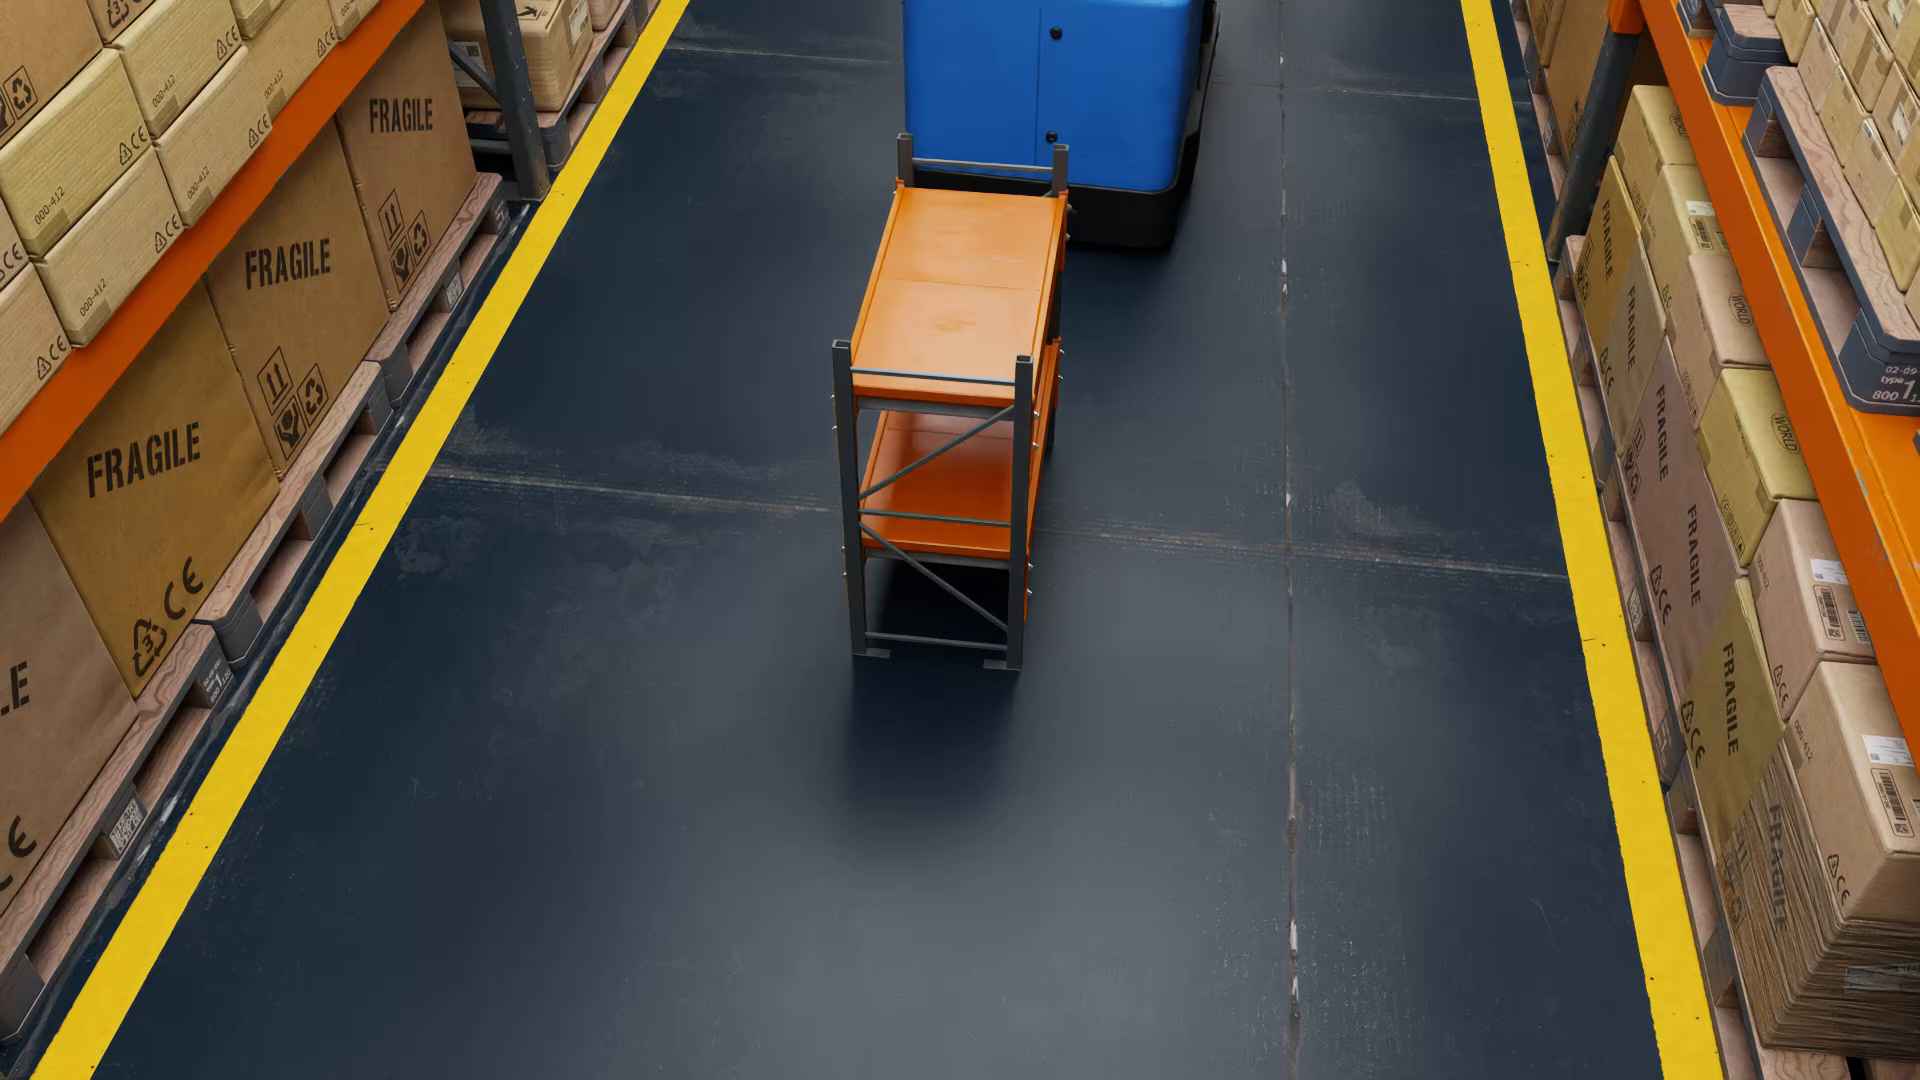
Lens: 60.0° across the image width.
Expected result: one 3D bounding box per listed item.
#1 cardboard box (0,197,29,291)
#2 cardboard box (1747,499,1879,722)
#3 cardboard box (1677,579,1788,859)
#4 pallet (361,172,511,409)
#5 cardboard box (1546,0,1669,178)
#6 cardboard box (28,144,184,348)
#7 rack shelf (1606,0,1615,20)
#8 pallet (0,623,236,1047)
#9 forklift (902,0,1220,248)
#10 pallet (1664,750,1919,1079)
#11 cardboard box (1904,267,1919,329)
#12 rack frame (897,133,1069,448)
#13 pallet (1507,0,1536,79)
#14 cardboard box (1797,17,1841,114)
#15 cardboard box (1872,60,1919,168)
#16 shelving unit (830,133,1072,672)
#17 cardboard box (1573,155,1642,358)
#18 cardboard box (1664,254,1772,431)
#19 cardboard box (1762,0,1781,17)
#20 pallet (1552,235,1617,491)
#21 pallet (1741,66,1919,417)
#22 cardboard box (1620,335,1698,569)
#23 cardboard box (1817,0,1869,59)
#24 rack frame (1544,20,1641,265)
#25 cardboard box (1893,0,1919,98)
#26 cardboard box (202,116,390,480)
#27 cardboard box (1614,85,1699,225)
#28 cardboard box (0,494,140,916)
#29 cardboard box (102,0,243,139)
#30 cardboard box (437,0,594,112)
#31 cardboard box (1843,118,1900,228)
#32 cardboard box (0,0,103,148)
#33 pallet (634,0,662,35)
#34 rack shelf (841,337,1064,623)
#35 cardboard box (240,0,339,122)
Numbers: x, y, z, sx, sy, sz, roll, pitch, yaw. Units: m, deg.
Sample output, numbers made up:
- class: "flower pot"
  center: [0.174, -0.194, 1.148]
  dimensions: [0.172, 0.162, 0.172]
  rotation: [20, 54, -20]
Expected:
- class: "cardboard box"
  center: [-2.315, -0.556, 3.401]
  dimensions: [0.500, 0.250, 0.500]
  rotation: [6, 44, 6]
- class: "cardboard box"
  center: [2.156, 0.187, 3.838]
  dimensions: [0.500, 0.250, 0.500]
  rotation: [7, 44, 7]
- class: "cardboard box"
  center: [2.143, 0.462, 4.093]
  dimensions: [0.500, 0.500, 0.500]
  rotation: [4, 44, 5]
- class: "pallet"
  center: [-2.343, -0.980, 6.132]
  dimensions: [1.003, 0.211, 1.213]
  rotation: [5, 44, 6]
- class: "cardboard box"
  center: [2.925, -1.885, 6.390]
  dimensions: [1.050, 0.750, 0.750]
  rotation: [5, 44, 5]
- class: "cardboard box"
  center: [-2.223, -0.719, 3.937]
  dimensions: [0.500, 0.250, 0.500]
  rotation: [5, 44, 5]
- class: "rack shelf"
  center: [3.020, -3.244, 7.018]
  dimensions: [1.077, 0.370, 4.000]
  rotation: [5, 44, 6]
- class: "pallet"
  center: [-2.666, 0.683, 4.376]
  dimensions: [1.003, 0.211, 1.213]
  rotation: [5, 44, 6]
- class: "forklift"
  center: [0.574, -3.198, 6.495]
  dimensions: [1.130, 2.935, 3.031]
  rotation: [8, 44, 8]
- class: "pallet"
  center: [2.328, 1.066, 3.971]
  dimensions: [1.003, 0.211, 1.213]
  rotation: [5, 44, 6]
- class: "cardboard box"
  center: [2.216, -0.474, 3.446]
  dimensions: [0.380, 0.149, 0.250]
  rotation: [4, 44, 4]
- class: "rack frame"
  center: [0.066, -0.750, 5.224]
  dimensions: [0.500, 1.125, 0.032]
  rotation: [5, 44, 6]
- class: "pallet"
  center: [3.098, -2.489, 7.725]
  dimensions: [1.003, 0.211, 1.213]
  rotation: [5, 44, 6]
- class: "cardboard box"
  center: [2.358, -1.184, 4.197]
  dimensions: [0.380, 0.149, 0.250]
  rotation: [7, 44, 7]
- class: "cardboard box"
  center: [2.292, -0.938, 3.720]
  dimensions: [0.380, 0.149, 0.250]
  rotation: [7, 44, 7]
- class: "shelving unit"
  center: [-0.001, -0.404, 4.858]
  dimensions: [0.538, 1.125, 1.048]
  rotation: [5, 44, 6]
- class: "cardboard box"
  center: [2.409, -0.928, 5.561]
  dimensions: [0.500, 0.500, 0.500]
  rotation: [4, 44, 4]
- class: "cardboard box"
  center: [2.279, -0.530, 4.595]
  dimensions: [0.500, 0.250, 0.500]
  rotation: [6, 44, 6]
- class: "cardboard box"
  center: [2.425, -1.550, 4.583]
  dimensions: [0.380, 0.149, 0.250]
  rotation: [7, 44, 8]
- class: "pallet"
  center: [2.651, -0.597, 5.727]
  dimensions: [1.003, 0.211, 1.213]
  rotation: [5, 44, 6]
- class: "pallet"
  center: [2.534, -0.720, 3.968]
  dimensions: [1.003, 0.211, 1.213]
  rotation: [5, 44, 6]
- class: "cardboard box"
  center: [2.283, -0.235, 4.829]
  dimensions: [0.500, 0.500, 0.500]
  rotation: [4, 44, 4]
- class: "cardboard box"
  center: [2.360, -1.291, 4.093]
  dimensions: [0.380, 0.149, 0.250]
  rotation: [5, 44, 6]
- class: "rack frame"
  center: [2.755, -2.142, 5.331]
  dimensions: [1.000, 3.000, 0.127]
  rotation: [5, 44, 6]
- class: "cardboard box"
  center: [2.293, -1.057, 3.629]
  dimensions: [0.380, 0.149, 0.250]
  rotation: [5, 44, 5]
- class: "cardboard box"
  center: [-2.460, -0.834, 5.189]
  dimensions: [0.875, 0.875, 0.875]
  rotation: [6, 44, 6]
- class: "cardboard box"
  center: [2.424, -1.211, 5.315]
  dimensions: [0.500, 0.250, 0.500]
  rotation: [3, 44, 4]
- class: "cardboard box"
  center: [-2.691, 0.392, 3.894]
  dimensions: [0.875, 0.875, 0.875]
  rotation: [6, 44, 7]
- class: "cardboard box"
  center: [-2.157, -1.243, 4.126]
  dimensions: [0.500, 0.250, 0.500]
  rotation: [4, 44, 4]
- class: "cardboard box"
  center: [-2.080, -2.106, 6.898]
  dimensions: [0.950, 0.372, 0.625]
  rotation: [3, 43, 3]
- class: "cardboard box"
  center: [2.287, -0.836, 3.828]
  dimensions: [0.380, 0.149, 0.250]
  rotation: [4, 44, 4]
- class: "cardboard box"
  center: [-2.242, -1.161, 3.495]
  dimensions: [0.500, 0.500, 0.500]
  rotation: [4, 44, 4]
- class: "pallet"
  center: [-1.896, -2.872, 8.130]
  dimensions: [1.003, 0.211, 1.213]
  rotation: [5, 44, 6]
- class: "rack shelf"
  center: [-0.001, -0.226, 5.027]
  dimensions: [0.538, 0.278, 1.000]
  rotation: [5, 44, 6]
- class: "cardboard box"
  center: [-2.109, -1.409, 4.666]
  dimensions: [0.500, 0.250, 0.500]
  rotation: [5, 44, 5]
